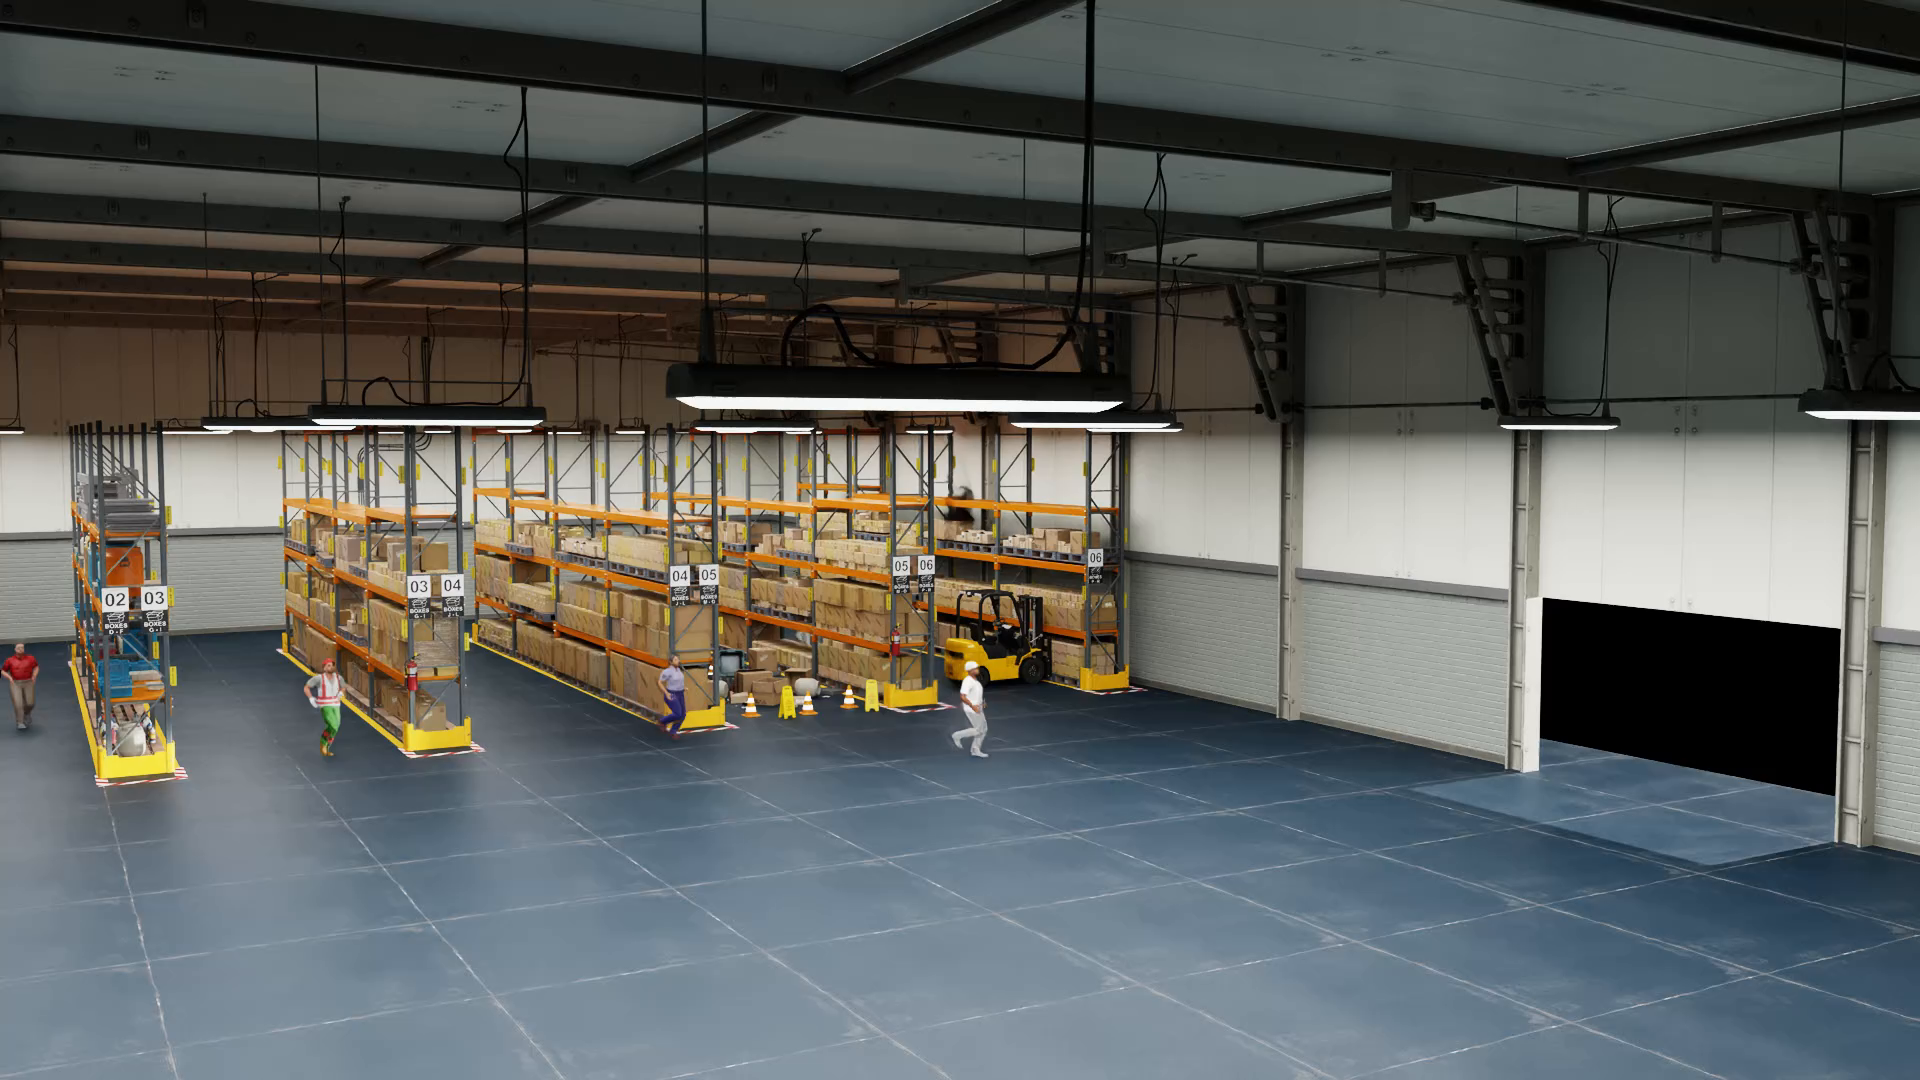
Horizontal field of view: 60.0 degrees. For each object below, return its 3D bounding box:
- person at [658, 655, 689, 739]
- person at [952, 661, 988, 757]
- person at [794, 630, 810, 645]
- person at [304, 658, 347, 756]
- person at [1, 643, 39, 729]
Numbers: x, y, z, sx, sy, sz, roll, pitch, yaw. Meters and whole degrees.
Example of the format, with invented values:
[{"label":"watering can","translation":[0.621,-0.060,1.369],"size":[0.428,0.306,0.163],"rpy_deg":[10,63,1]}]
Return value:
[{"label":"person","translation":[-5.422,2.982,31.582],"size":[0.548,1.609,0.609],"rpy_deg":[2,4,26]},{"label":"person","translation":[0.190,3.028,29.817],"size":[0.650,1.727,0.707],"rpy_deg":[1,4,12]},{"label":"person","translation":[-4.259,2.091,44.823],"size":[0.741,1.781,0.735],"rpy_deg":[-2,4,-27]},{"label":"person","translation":[-11.319,3.007,29.906],"size":[0.632,1.751,0.682],"rpy_deg":[3,4,37]},{"label":"person","translation":[-18.436,2.863,32.667],"size":[0.655,1.673,0.608],"rpy_deg":[-3,4,-37]}]
